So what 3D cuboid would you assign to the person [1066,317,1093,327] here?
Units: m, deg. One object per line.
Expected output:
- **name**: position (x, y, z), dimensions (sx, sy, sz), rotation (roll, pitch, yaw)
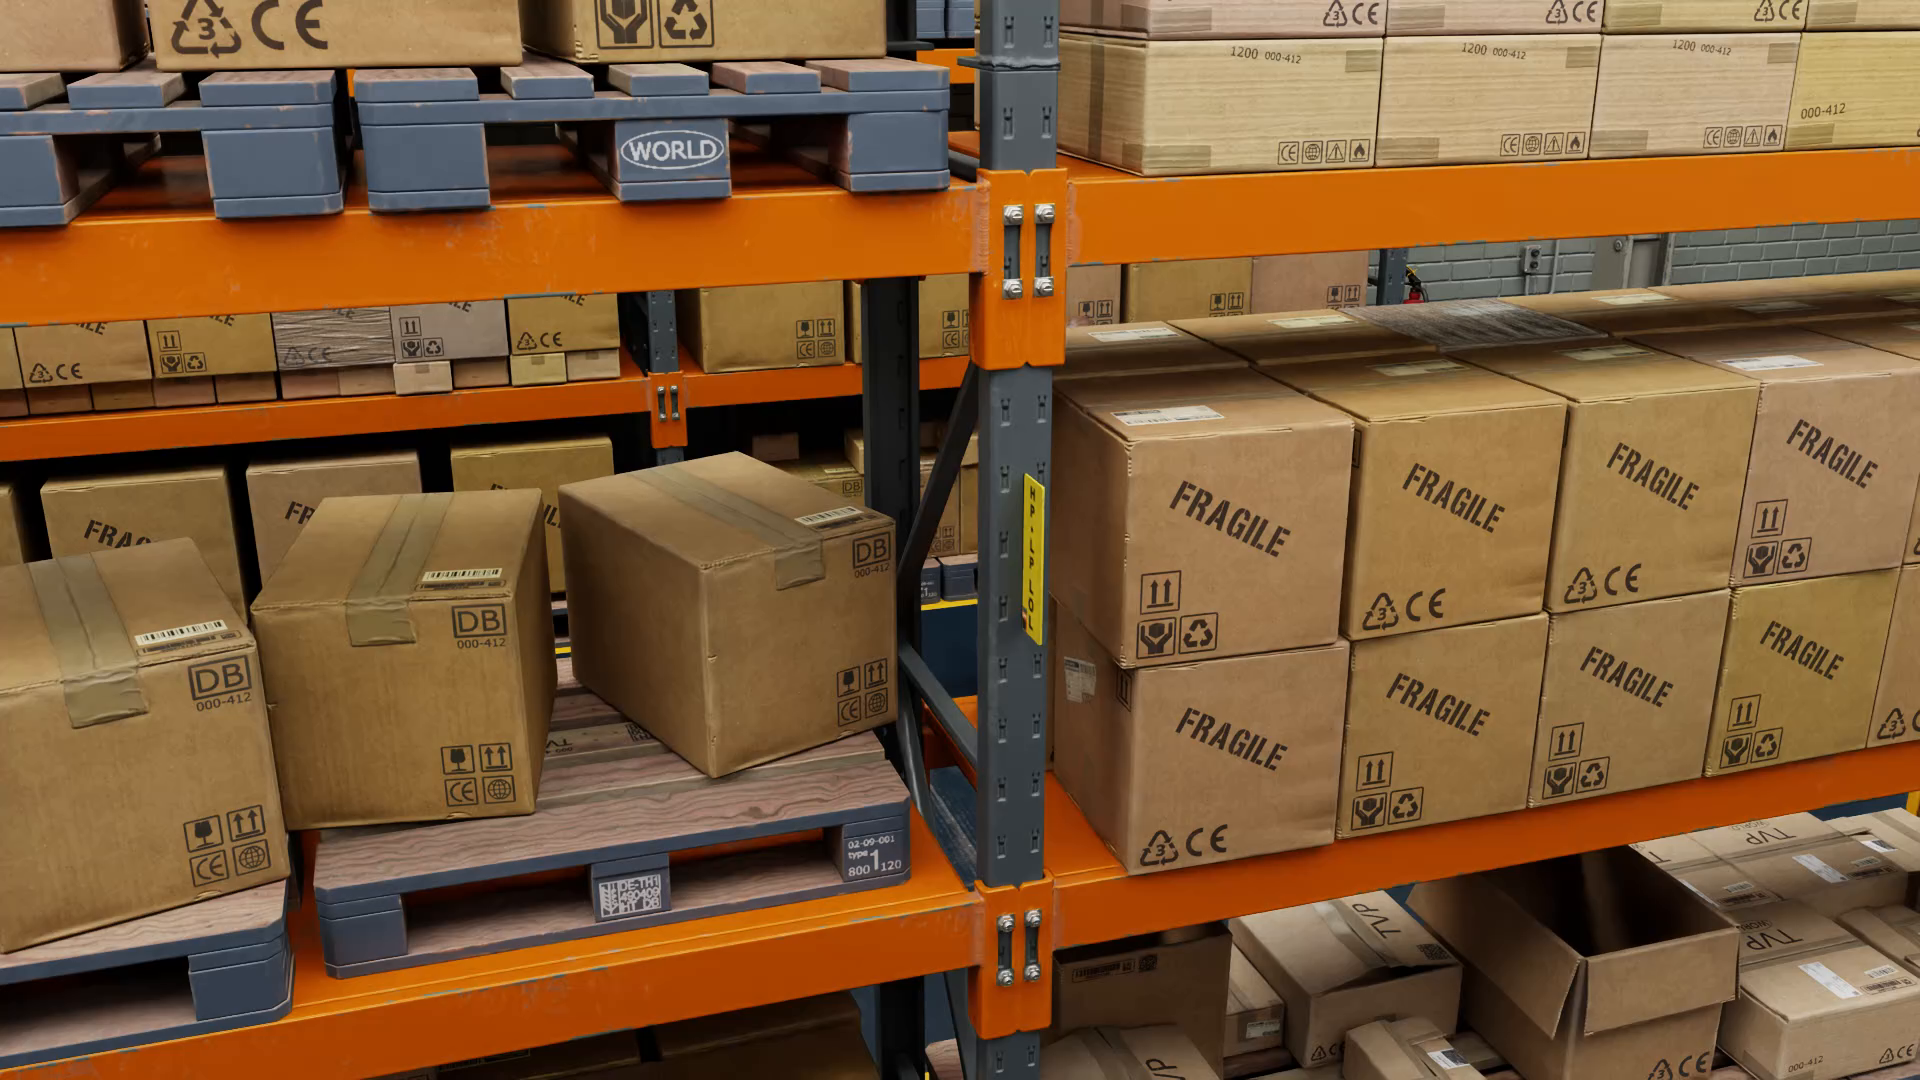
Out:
- **person**: position (0.411, -0.135, 7.481), dimensions (0.528, 1.739, 0.570), rotation (-15, 24, -36)
